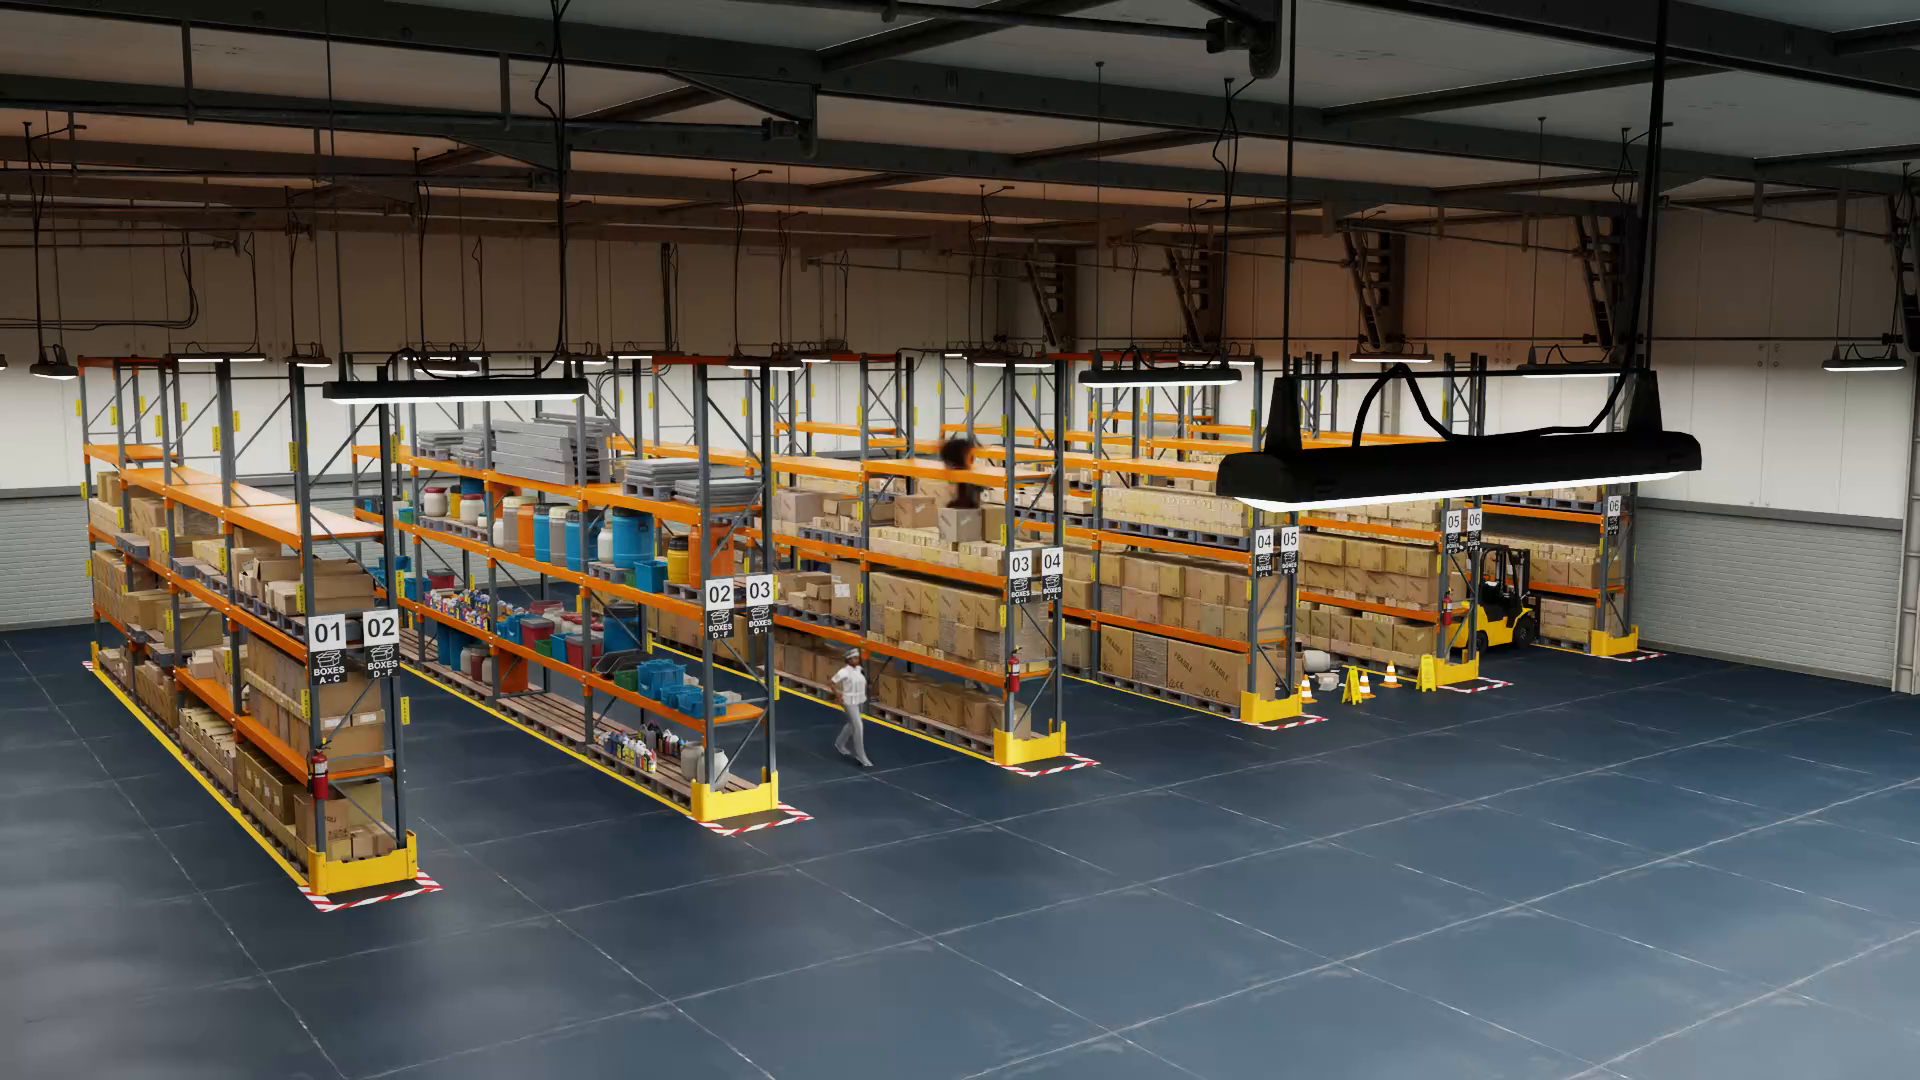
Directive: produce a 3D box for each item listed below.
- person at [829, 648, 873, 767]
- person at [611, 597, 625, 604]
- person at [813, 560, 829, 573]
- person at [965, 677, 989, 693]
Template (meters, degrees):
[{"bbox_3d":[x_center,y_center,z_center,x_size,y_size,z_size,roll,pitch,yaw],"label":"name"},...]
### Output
[{"bbox_3d":[-1.612,2.470,24.880,0.843,1.738,0.571,5,9,36],"label":"person"},{"bbox_3d":[-6.115,1.872,29.947,0.570,1.738,0.812,-6,9,-39],"label":"person"},{"bbox_3d":[-3.589,0.448,42.086,0.649,1.601,0.614,-4,8,-27],"label":"person"},{"bbox_3d":[0.403,1.856,29.691,0.665,1.783,0.793,-6,9,-41],"label":"person"}]
